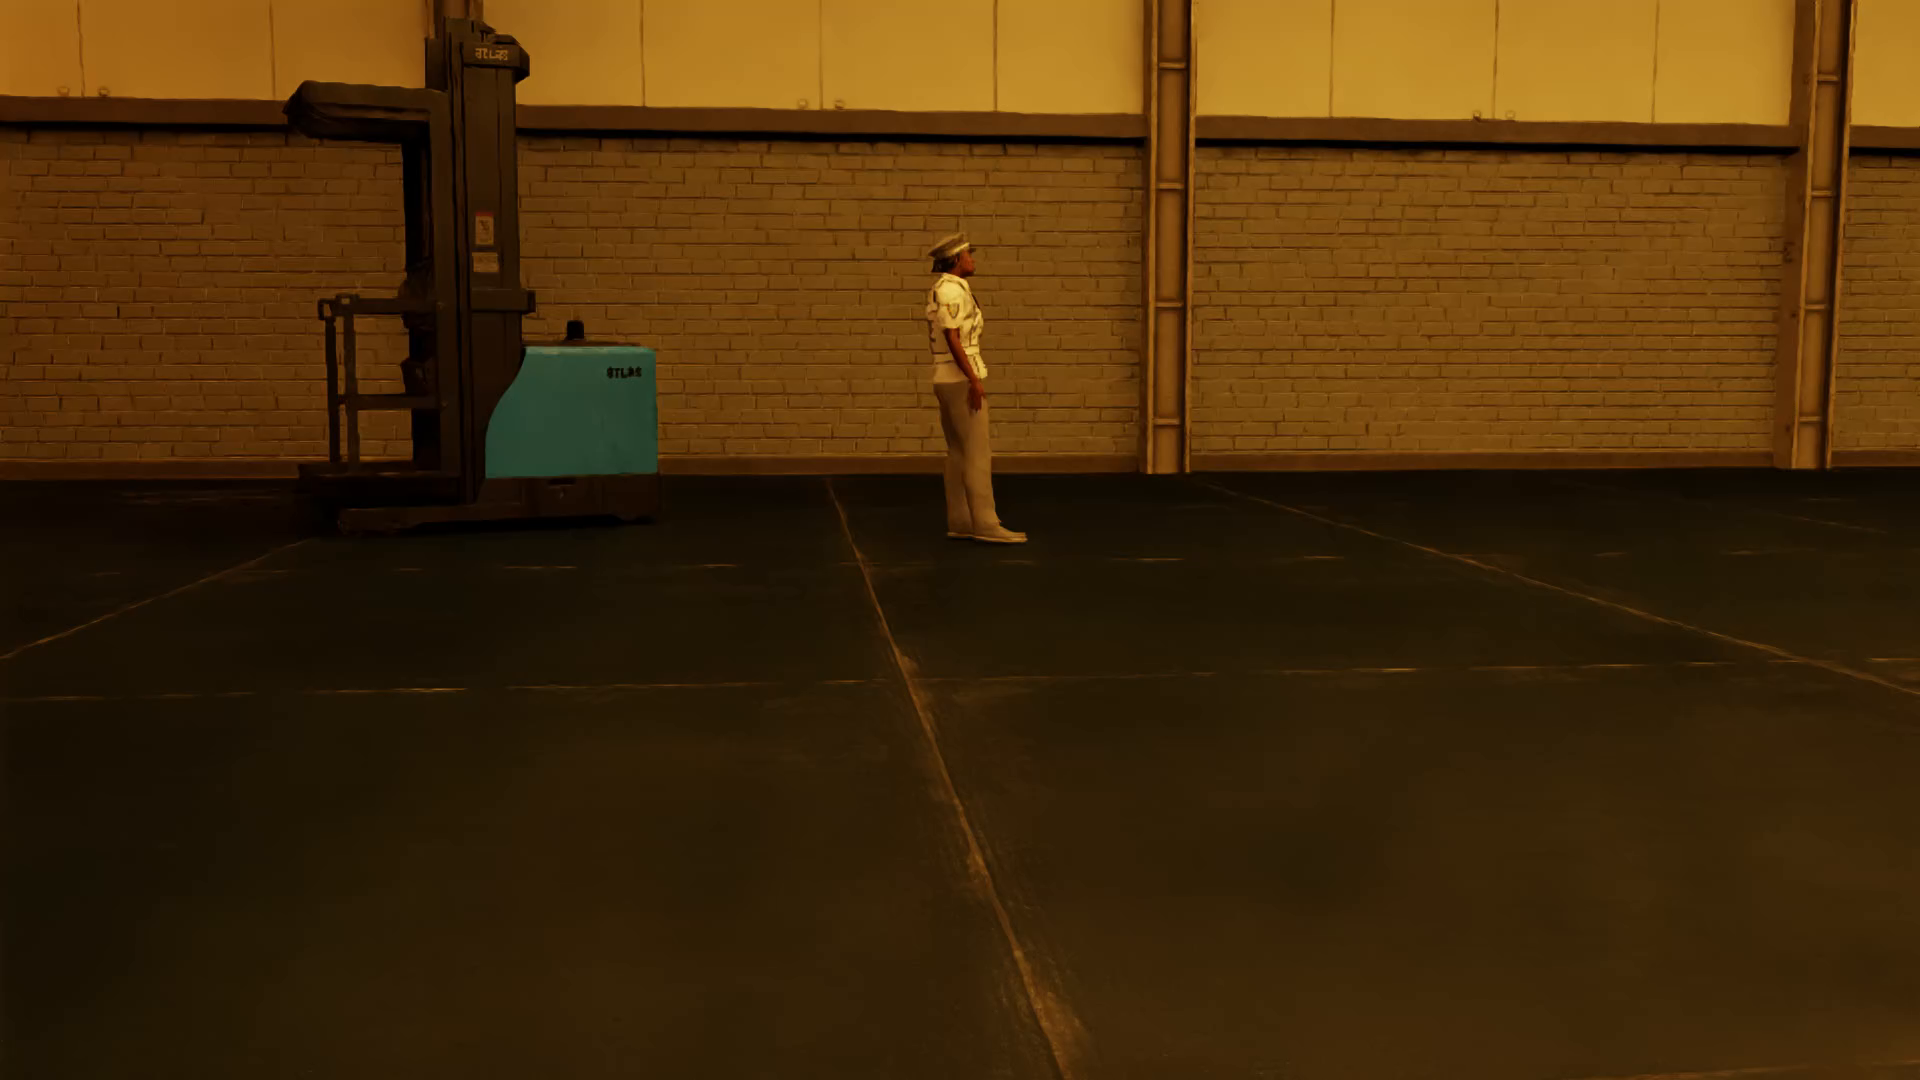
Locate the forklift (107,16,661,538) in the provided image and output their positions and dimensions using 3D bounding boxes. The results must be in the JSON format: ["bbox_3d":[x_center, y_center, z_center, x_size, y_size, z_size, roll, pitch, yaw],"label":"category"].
[{"bbox_3d":[-3.387,-1.536,9.789,3.031,2.935,1.130,-3,7,-26],"label":"forklift"}]

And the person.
[{"bbox_3d":[0.077,-0.849,9.122,0.529,1.695,0.570,-1,6,-6],"label":"person"}]
